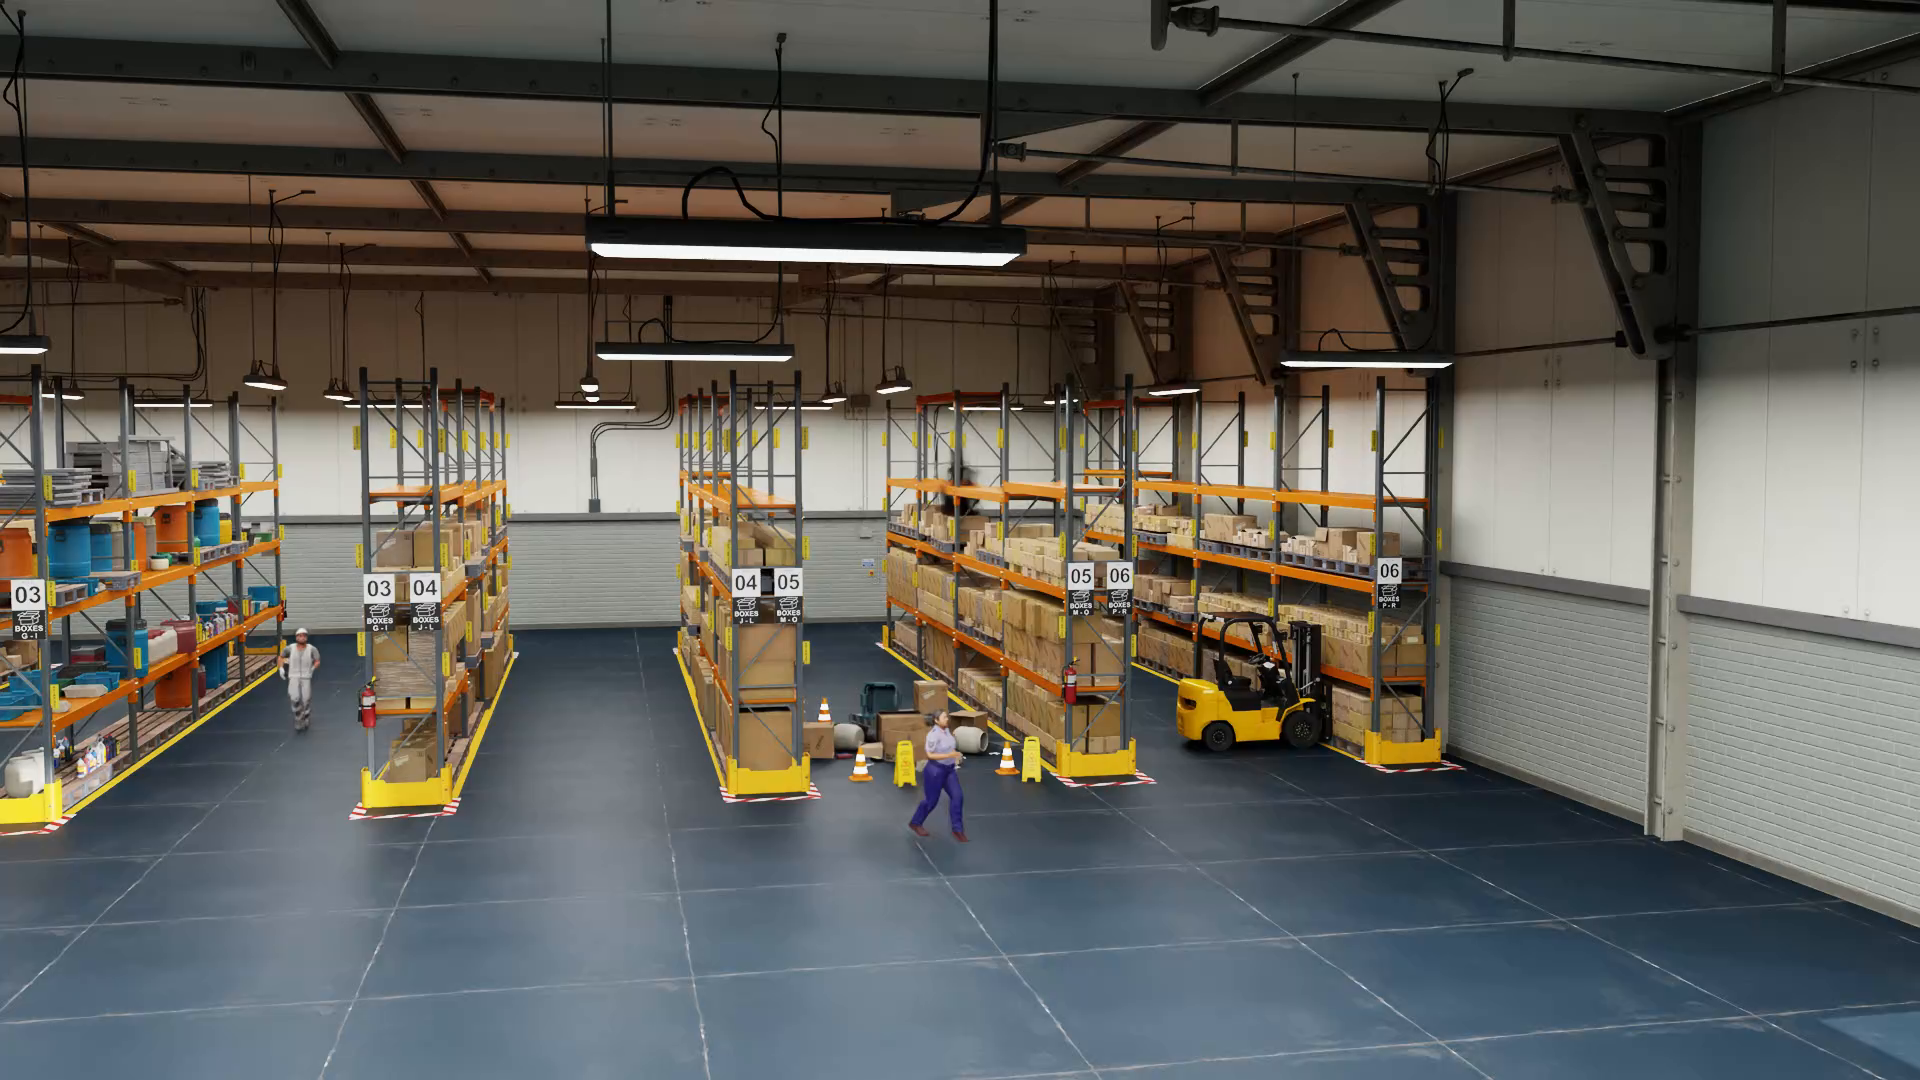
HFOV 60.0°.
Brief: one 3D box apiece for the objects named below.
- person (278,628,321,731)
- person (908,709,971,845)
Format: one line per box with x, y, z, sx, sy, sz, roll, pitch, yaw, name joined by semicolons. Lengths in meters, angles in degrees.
-11.390;2.405;28.706;0.676;1.762;0.716;-2;4;-25;person
-0.276;2.948;20.755;0.816;1.704;0.593;2;4;34;person
